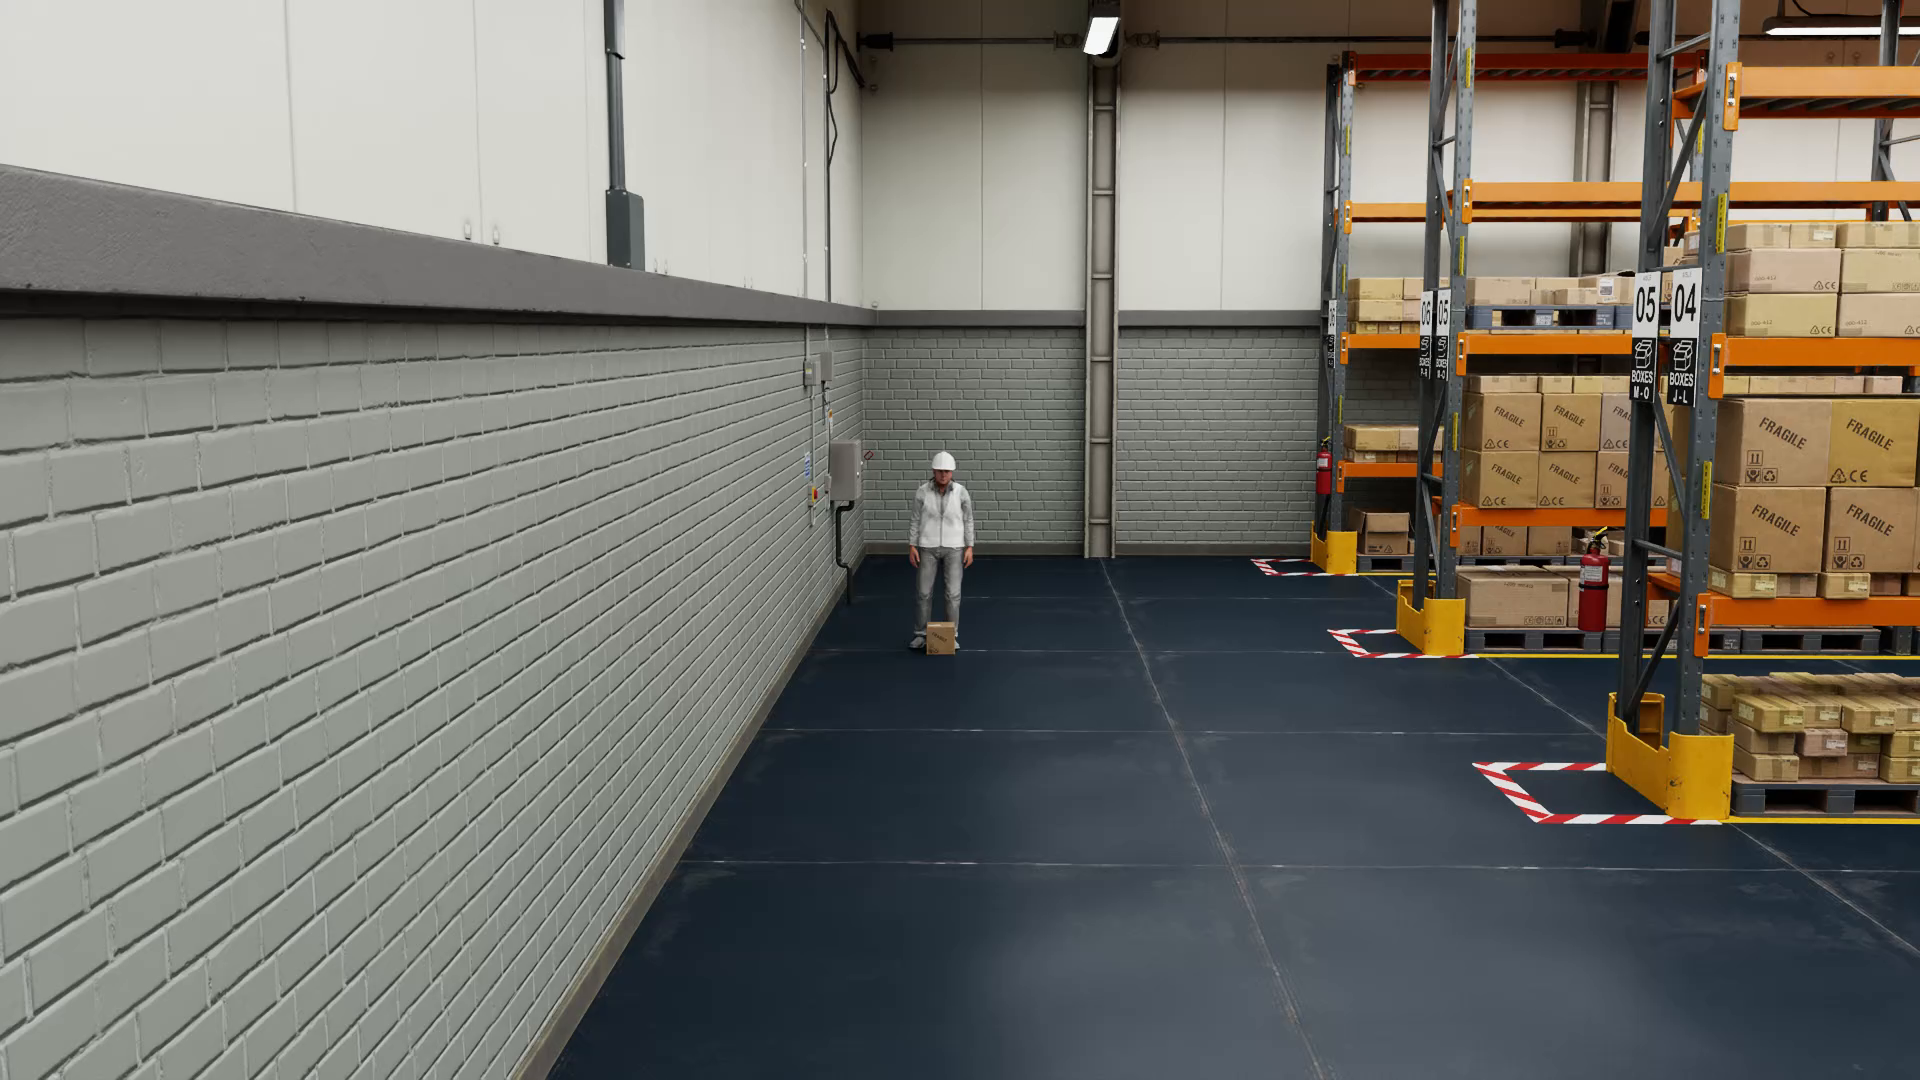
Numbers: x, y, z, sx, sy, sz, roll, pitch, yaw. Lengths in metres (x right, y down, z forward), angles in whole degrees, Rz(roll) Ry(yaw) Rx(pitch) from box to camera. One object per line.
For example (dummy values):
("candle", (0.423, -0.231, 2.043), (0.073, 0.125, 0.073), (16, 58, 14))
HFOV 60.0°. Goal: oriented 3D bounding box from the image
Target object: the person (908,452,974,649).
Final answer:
("person", (-0.168, 0.087, 14.964), (0.590, 1.772, 0.465), (0, 7, -1))
